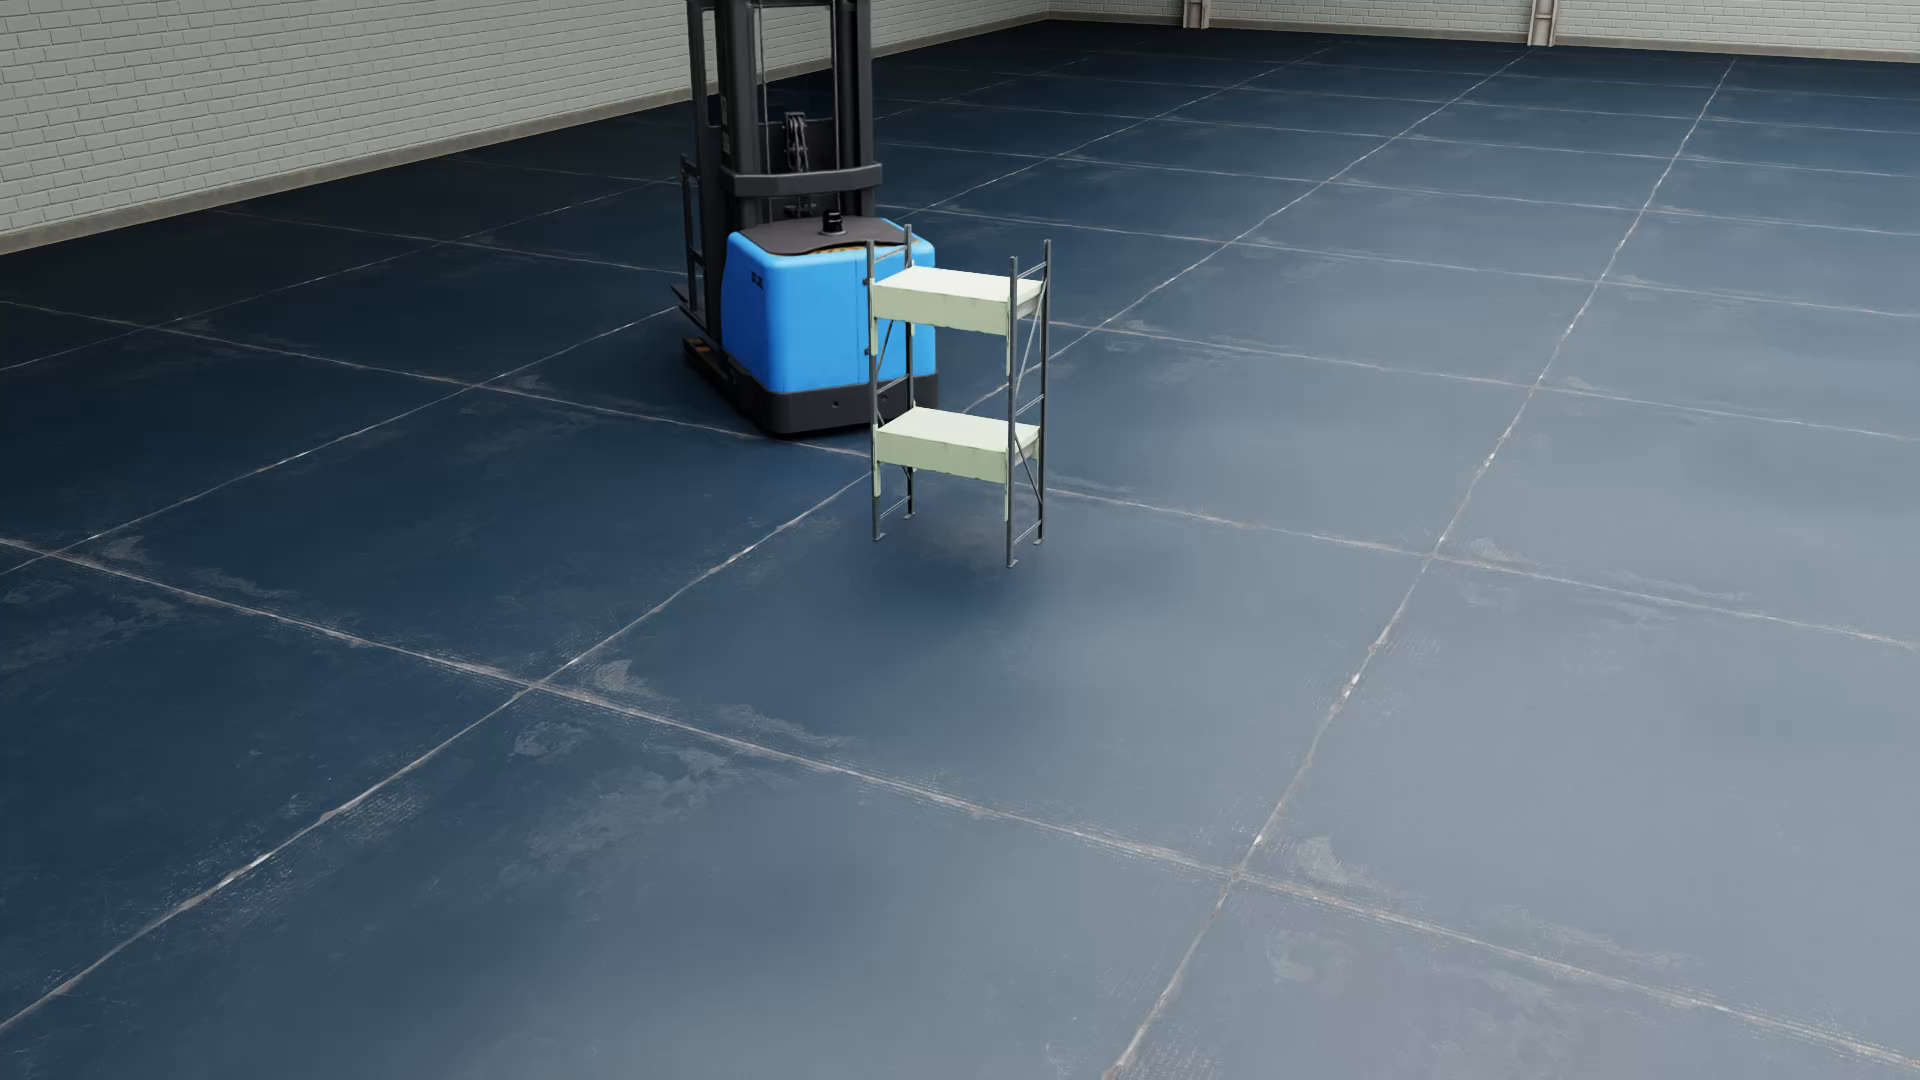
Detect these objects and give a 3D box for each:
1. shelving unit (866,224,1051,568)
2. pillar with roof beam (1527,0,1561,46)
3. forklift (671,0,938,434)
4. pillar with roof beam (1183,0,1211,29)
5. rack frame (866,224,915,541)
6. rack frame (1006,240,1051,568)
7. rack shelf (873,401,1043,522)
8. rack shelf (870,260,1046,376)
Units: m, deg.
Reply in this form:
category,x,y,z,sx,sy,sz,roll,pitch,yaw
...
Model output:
category,x,y,z,sx,sy,sz,roll,pitch,yaw
shelving unit,-0.006,-0.691,7.959,0.755,1.500,0.431,11,25,25
pillar with roof beam,7.670,-10.832,22.222,0.400,9.000,9.100,11,25,25
forklift,-1.178,-2.501,10.387,1.130,2.935,3.031,-10,25,-21
pillar with roof beam,2.315,-11.891,24.713,0.400,9.000,9.100,11,25,25
rack frame,-0.333,-0.756,8.111,0.023,1.500,0.400,11,25,25
rack frame,0.321,-0.627,7.807,0.023,1.500,0.400,11,25,25
rack shelf,-0.006,-0.391,8.087,0.720,0.370,0.431,11,25,25
rack shelf,-0.006,-1.050,7.807,0.720,0.370,0.431,11,25,25
